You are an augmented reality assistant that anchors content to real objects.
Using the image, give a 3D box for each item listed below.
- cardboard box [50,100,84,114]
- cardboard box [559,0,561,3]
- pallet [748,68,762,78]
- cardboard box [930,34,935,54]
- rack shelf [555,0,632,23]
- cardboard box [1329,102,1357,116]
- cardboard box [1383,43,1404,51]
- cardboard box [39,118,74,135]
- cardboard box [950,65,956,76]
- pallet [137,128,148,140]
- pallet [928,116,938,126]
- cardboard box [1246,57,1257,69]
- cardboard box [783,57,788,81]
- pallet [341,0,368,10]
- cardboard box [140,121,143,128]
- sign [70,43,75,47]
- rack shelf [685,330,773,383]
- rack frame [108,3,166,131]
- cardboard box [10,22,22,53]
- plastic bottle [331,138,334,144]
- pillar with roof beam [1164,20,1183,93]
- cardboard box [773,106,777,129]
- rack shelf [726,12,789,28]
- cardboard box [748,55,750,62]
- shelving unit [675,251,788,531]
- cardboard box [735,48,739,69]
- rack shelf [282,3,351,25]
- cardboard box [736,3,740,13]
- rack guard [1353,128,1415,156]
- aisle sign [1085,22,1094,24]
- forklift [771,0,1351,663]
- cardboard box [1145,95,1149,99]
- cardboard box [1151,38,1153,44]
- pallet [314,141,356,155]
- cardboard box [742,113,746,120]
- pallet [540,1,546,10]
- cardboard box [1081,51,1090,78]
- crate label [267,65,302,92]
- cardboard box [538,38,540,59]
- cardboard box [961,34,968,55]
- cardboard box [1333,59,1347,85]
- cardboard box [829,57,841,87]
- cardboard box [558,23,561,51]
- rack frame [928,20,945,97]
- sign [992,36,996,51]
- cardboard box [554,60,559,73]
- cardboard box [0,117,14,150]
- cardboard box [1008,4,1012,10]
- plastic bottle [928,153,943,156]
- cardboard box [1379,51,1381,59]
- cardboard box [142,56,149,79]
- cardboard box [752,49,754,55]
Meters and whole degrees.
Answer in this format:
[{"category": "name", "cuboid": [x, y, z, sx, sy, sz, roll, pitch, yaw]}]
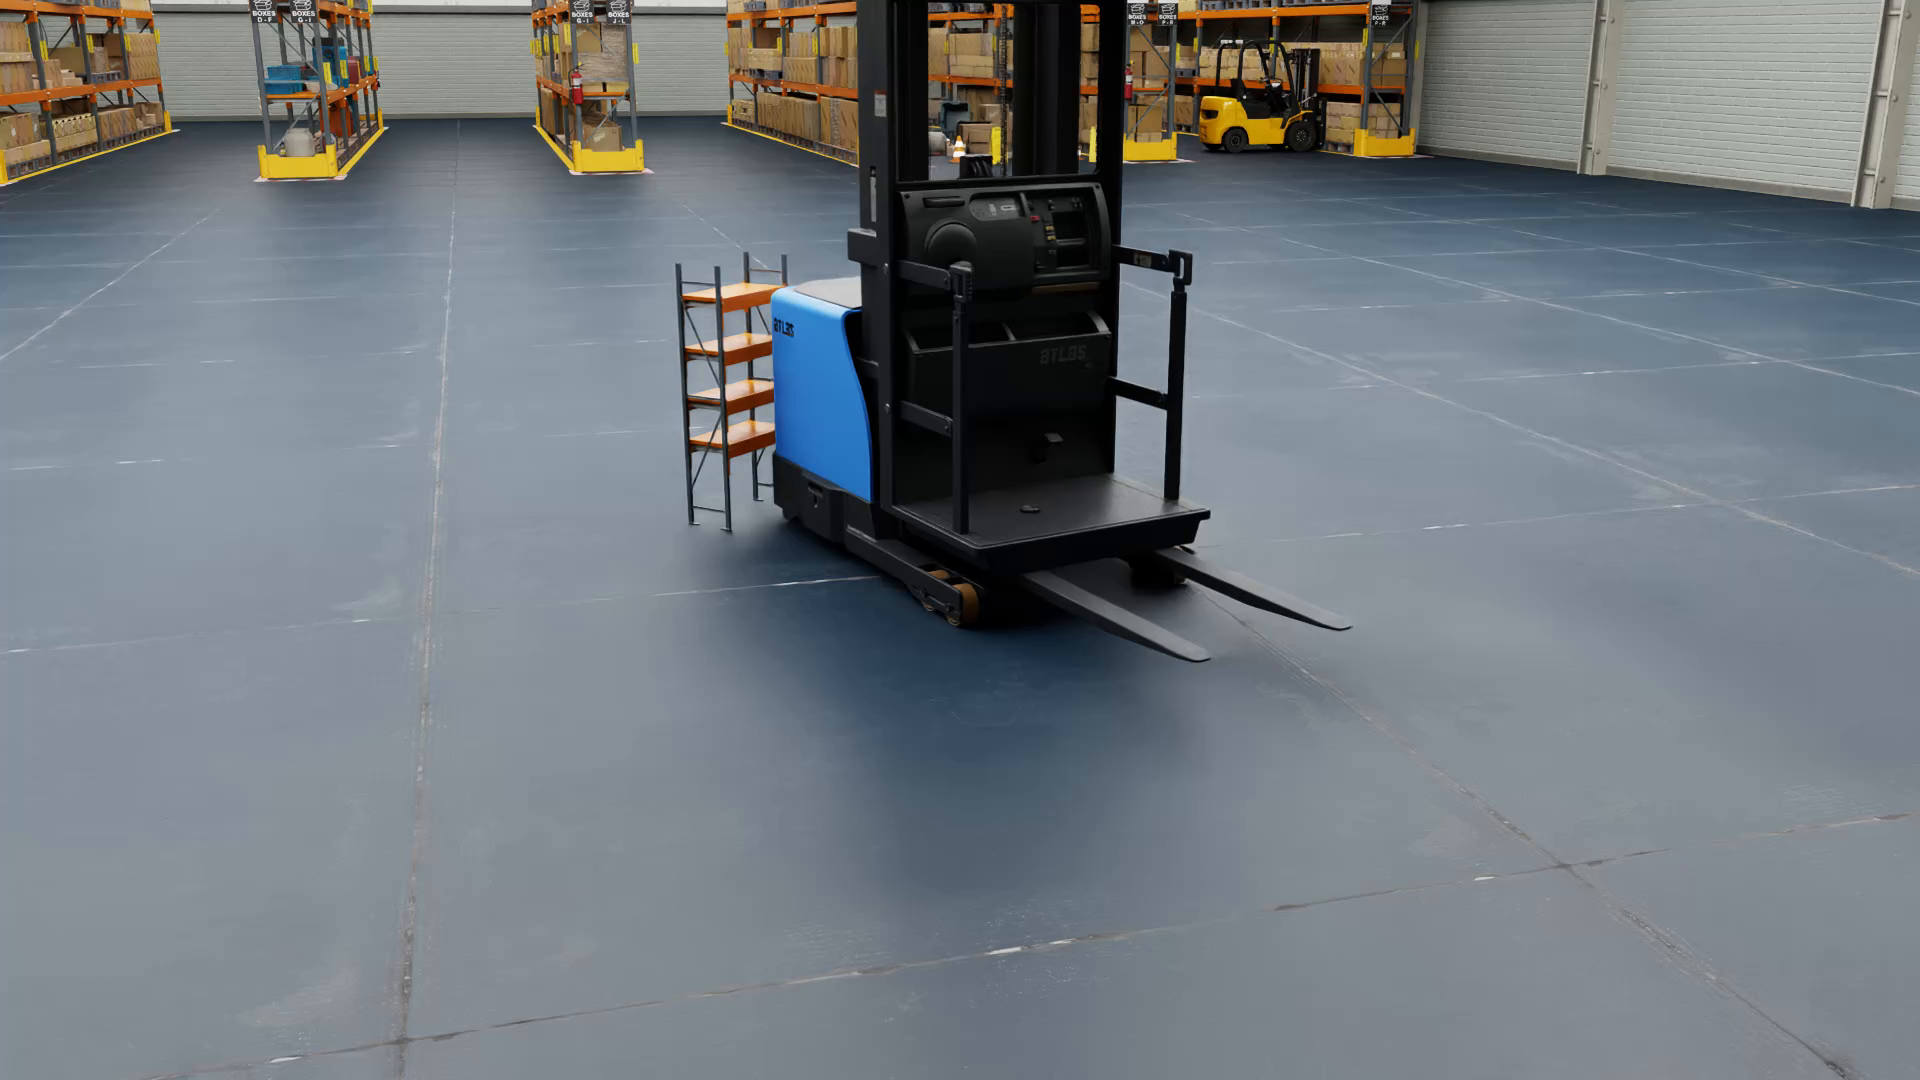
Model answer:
[{"category": "cardboard box", "cuboid": [-18.257, -8.850, 33.977, 0.500, 0.250, 0.500, -4, 17, -13]}, {"category": "cardboard box", "cuboid": [-6.975, -9.833, 30.021, 0.500, 0.250, 0.500, -5, 18, -17]}, {"category": "pallet", "cuboid": [-4.461, -11.160, 39.723, 1.003, 0.211, 1.213, -5, 17, -15]}, {"category": "cardboard box", "cuboid": [-0.475, -12.810, 42.973, 0.500, 0.500, 0.500, -4, 17, -15]}, {"category": "rack shelf", "cuboid": [-6.580, -9.436, 29.689, 1.077, 0.370, 4.000, -5, 17, -15]}, {"category": "cardboard box", "cuboid": [7.697, -8.575, 33.095, 0.500, 0.250, 0.500, -4, 17, -14]}, {"category": "cardboard box", "cuboid": [8.383, -9.579, 32.308, 0.380, 0.149, 0.250, -5, 17, -16]}, {"category": "cardboard box", "cuboid": [-16.805, -7.684, 30.894, 0.500, 0.311, 0.500, -5, 18, -17]}, {"category": "cardboard box", "cuboid": [0.068, -11.679, 41.381, 0.500, 0.250, 0.500, -5, 17, -17]}, {"category": "pallet", "cuboid": [-19.042, -9.183, 37.655, 1.003, 0.211, 1.213, -5, 17, -15]}, {"category": "pallet", "cuboid": [-0.272, -11.113, 44.081, 1.003, 0.211, 1.213, -5, 17, -15]}, {"category": "cardboard box", "cuboid": [6.641, -10.499, 36.583, 0.500, 0.250, 0.500, -5, 17, -17]}, {"category": "cardboard box", "cuboid": [-3.568, -10.271, 36.256, 0.500, 0.500, 0.500, -5, 17, -15]}, {"category": "pallet", "cuboid": [-13.781, -11.856, 36.821, 1.213, 0.211, 1.003, -5, 17, -15]}, {"category": "cardboard box", "cuboid": [-19.009, -9.554, 38.203, 0.380, 0.166, 0.250, -5, 17, -15]}, {"category": "sign", "cuboid": [-19.374, -10.698, 36.347, 0.100, 0.325, 0.005, -5, 17, -15]}, {"category": "rack shelf", "cuboid": [-1.028, -0.844, 7.632, 0.258, 0.148, 0.480, 9, 19, 29]}, {"category": "rack frame", "cuboid": [-19.953, -11.435, 40.305, 1.000, 3.000, 0.127, -5, 17, -15]}, {"category": "cardboard box", "cuboid": [-16.387, -8.523, 28.182, 0.700, 0.500, 0.500, -5, 17, -15]}, {"category": "plastic bottle", "cuboid": [-11.168, -7.008, 29.547, 0.097, 0.271, 0.097, 0, 17, 0]}, {"category": "pillar with roof beam", "cuboid": [1.508, -15.084, 42.026, 9.100, 9.000, 0.400, -5, 17, -15]}, {"category": "cardboard box", "cuboid": [-4.003, -9.677, 38.070, 0.500, 0.500, 0.500, -4, 17, -13]}, {"category": "rack shelf", "cuboid": [-5.081, -13.120, 41.952, 1.077, 0.370, 4.000, -5, 17, -15]}, {"category": "cardboard box", "cuboid": [-4.865, -11.553, 39.887, 0.380, 0.149, 0.250, -4, 17, -14]}, {"category": "shelving unit", "cuboid": [-1.027, -0.695, 7.677, 0.258, 1.200, 0.503, 9, 19, 29]}, {"category": "cardboard box", "cuboid": [-5.479, -12.343, 42.637, 0.500, 0.500, 0.500, -4, 17, -15]}, {"category": "rack shelf", "cuboid": [-12.441, -10.151, 32.069, 1.077, 0.370, 4.000, -5, 17, -15]}, {"category": "cardboard box", "cuboid": [-5.327, -13.370, 41.796, 0.500, 0.250, 0.500, -5, 17, -16]}, {"category": "rack guard", "cuboid": [8.276, -7.764, 32.431, 1.175, 0.500, 0.348, -5, 17, -15]}, {"category": "aisle sign", "cuboid": [3.572, -14.634, 46.439, 0.394, 0.787, 0.004, -5, 17, -15]}, {"category": "forklift", "cuboid": [0.299, -1.223, 6.429, 1.130, 2.935, 3.031, -9, 19, -29]}, {"category": "cardboard box", "cuboid": [4.965, -11.411, 42.715, 0.380, 0.149, 0.250, -5, 17, -17]}, {"category": "cardboard box", "cuboid": [4.819, -13.150, 44.456, 0.500, 0.500, 0.500, -5, 17, -17]}, {"category": "pallet", "cuboid": [-12.484, -7.723, 32.795, 1.003, 0.211, 1.213, -5, 17, -15]}, {"category": "cardboard box", "cuboid": [-5.356, -10.820, 42.483, 0.380, 0.149, 0.250, -5, 17, -15]}, {"category": "pallet", "cuboid": [-8.767, -11.833, 36.746, 1.003, 0.211, 1.213, -4, 17, -13]}, {"category": "cardboard box", "cuboid": [2.696, -9.313, 32.549, 0.500, 0.500, 0.500, -4, 17, -15]}, {"category": "crate label", "cuboid": [-11.558, -7.904, 28.490, 0.502, 0.435, 0.616, -5, 17, -15]}, {"category": "cardboard box", "cuboid": [-9.845, -11.785, 39.912, 0.500, 0.500, 0.500, -5, 17, -15]}, {"category": "cardboard box", "cuboid": [0.347, -11.999, 40.271, 0.500, 0.500, 0.500, -5, 17, -17]}, {"category": "cardboard box", "cuboid": [7.748, -9.276, 32.943, 0.500, 0.500, 0.500, -4, 17, -14]}, {"category": "cardboard box", "cuboid": [-2.012, -8.923, 31.684, 0.875, 0.550, 0.550, -5, 17, -15]}, {"category": "cardboard box", "cuboid": [-7.250, -9.422, 31.176, 0.500, 0.500, 0.500, -5, 17, -15]}, {"category": "rack frame", "cuboid": [-0.899, -13.000, 45.517, 1.000, 3.000, 0.127, -5, 17, -15]}, {"category": "sign", "cuboid": [0.767, -11.297, 37.835, 0.100, 0.325, 0.005, -5, 17, -15]}, {"category": "cardboard box", "cuboid": [-7.989, -9.651, 33.899, 0.500, 0.250, 0.500, -5, 17, -17]}, {"category": "cardboard box", "cuboid": [-15.629, -6.556, 26.811, 0.500, 0.500, 0.500, -5, 17, -15]}, {"category": "cardboard box", "cuboid": [1.293, -11.989, 37.168, 0.396, 0.266, 0.258, -5, 17, -15]}, {"category": "plastic bottle", "cuboid": [-0.470, -7.469, 32.210, 0.283, 0.061, 0.133, -12, 20, -34]}, {"category": "cardboard box", "cuboid": [8.297, -9.504, 32.577, 0.380, 0.149, 0.250, -5, 17, -15]}, {"category": "cardboard box", "cuboid": [-19.152, -10.959, 38.548, 0.500, 0.500, 0.500, -5, 17, -16]}, {"category": "cardboard box", "cuboid": [-4.715, -11.547, 39.352, 0.380, 0.149, 0.250, -5, 17, -15]}]
